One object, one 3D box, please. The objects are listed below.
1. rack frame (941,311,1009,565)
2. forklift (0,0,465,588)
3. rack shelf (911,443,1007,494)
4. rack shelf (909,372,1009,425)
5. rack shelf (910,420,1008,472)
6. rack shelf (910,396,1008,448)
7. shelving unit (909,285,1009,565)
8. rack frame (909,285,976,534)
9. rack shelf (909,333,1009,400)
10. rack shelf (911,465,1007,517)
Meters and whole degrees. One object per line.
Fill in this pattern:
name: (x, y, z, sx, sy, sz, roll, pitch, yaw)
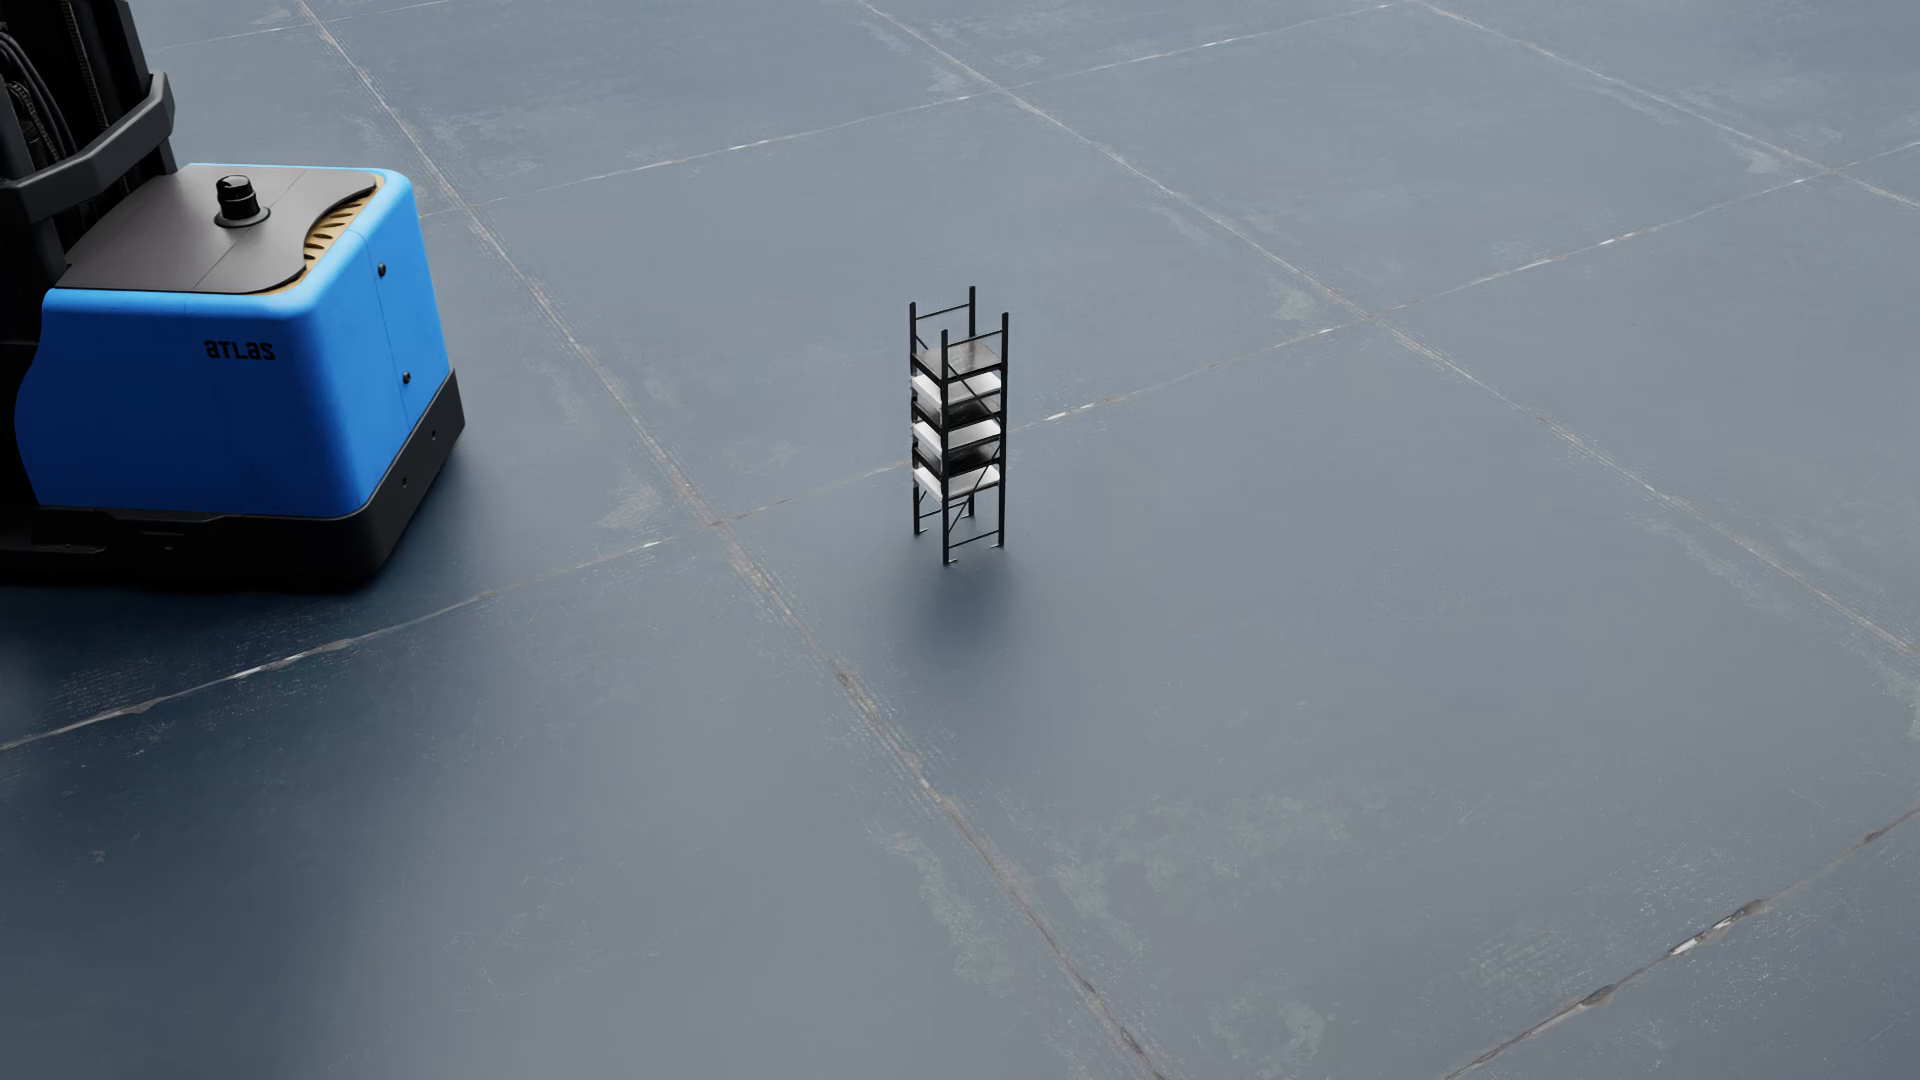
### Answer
rack frame: (0.047, -0.316, 5.419, 0.240, 0.900, 0.006, -19, 40, -24)
forklift: (-3.391, -1.366, 5.135, 3.031, 2.935, 1.130, 3, 36, 3)
rack shelf: (-0.004, -0.268, 5.563, 0.258, 0.077, 0.200, -19, 40, -24)
rack shelf: (-0.004, -0.486, 5.404, 0.258, 0.077, 0.200, -19, 40, -24)
rack shelf: (-0.004, -0.341, 5.510, 0.258, 0.077, 0.200, -19, 40, -24)
rack shelf: (-0.004, -0.413, 5.457, 0.258, 0.077, 0.200, -19, 40, -24)
shelving unit: (-0.004, -0.368, 5.490, 0.258, 0.900, 0.210, -19, 40, -24)
rack frame: (-0.055, -0.419, 5.561, 0.240, 0.900, 0.006, -19, 40, -24)
rack shelf: (-0.004, -0.559, 5.351, 0.258, 0.077, 0.200, -19, 40, -24)
rack shelf: (-0.004, -0.195, 5.616, 0.258, 0.077, 0.200, -19, 40, -24)
